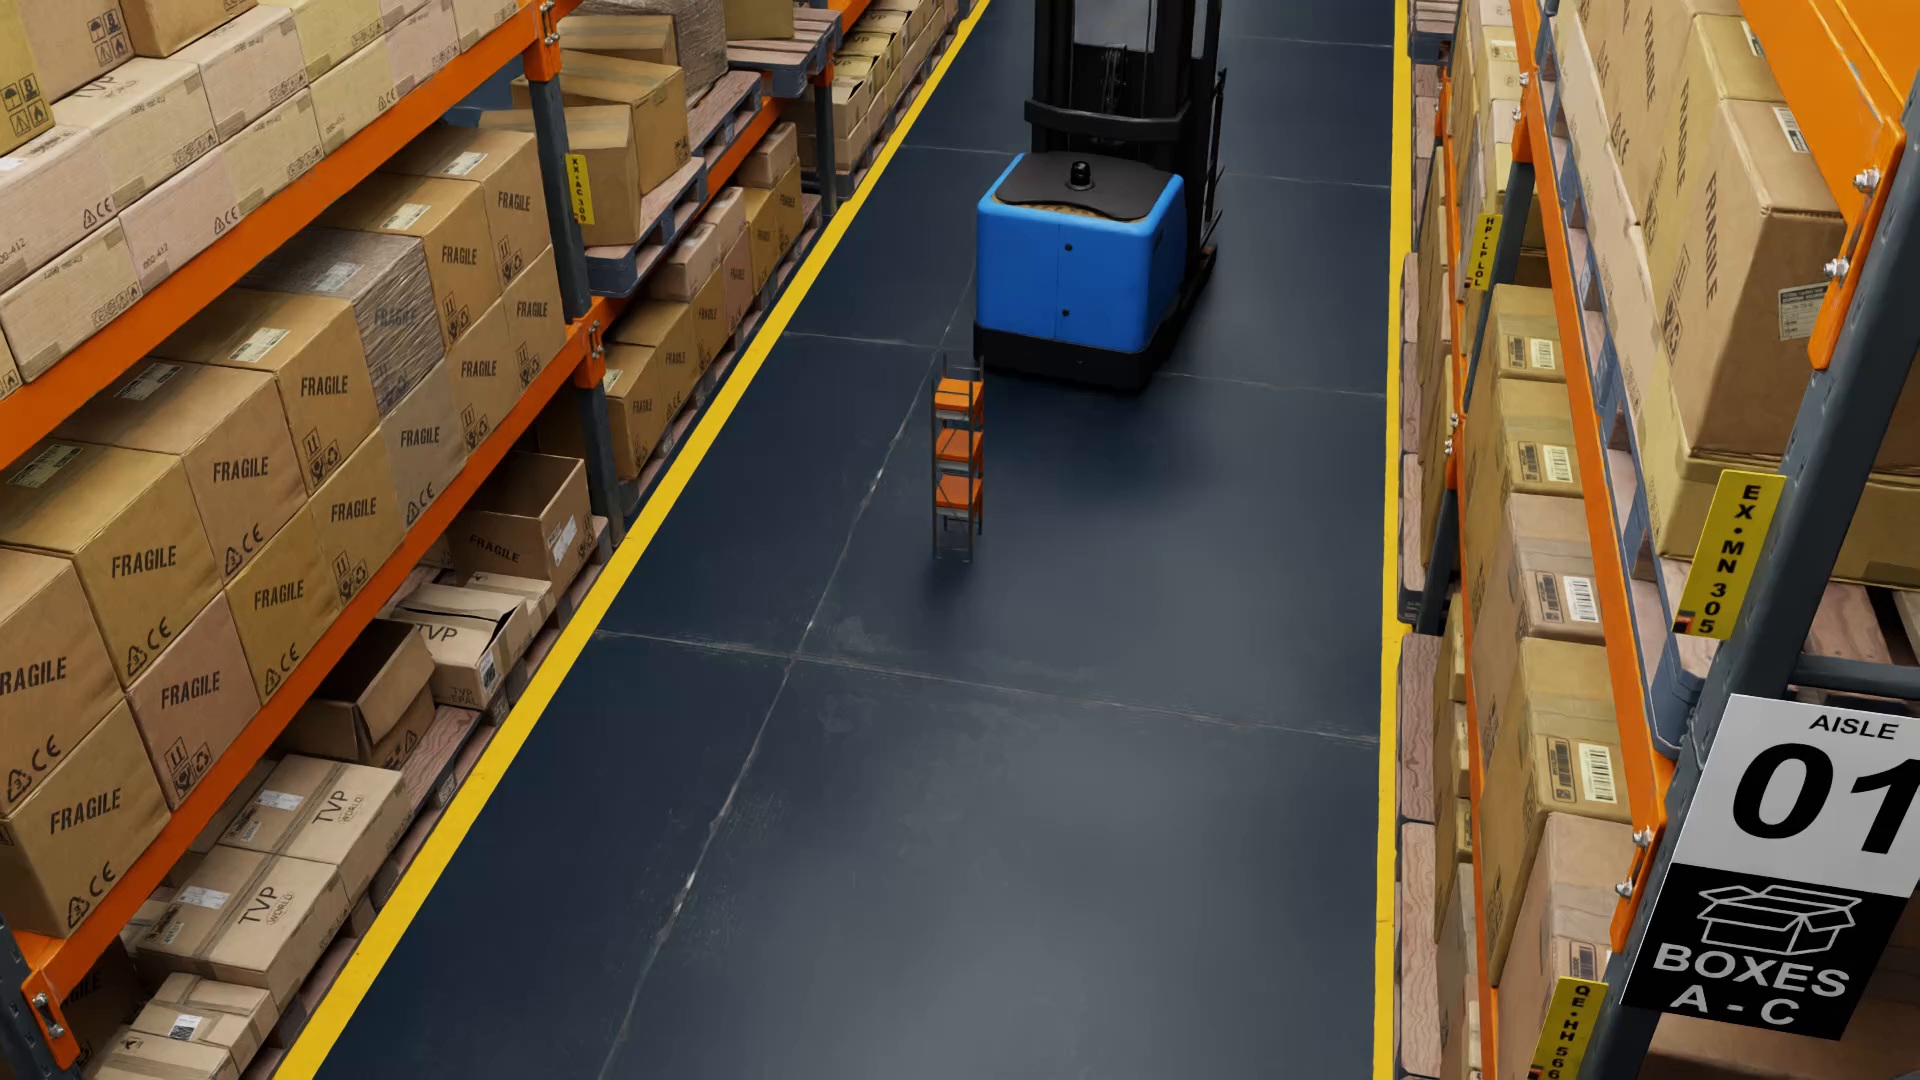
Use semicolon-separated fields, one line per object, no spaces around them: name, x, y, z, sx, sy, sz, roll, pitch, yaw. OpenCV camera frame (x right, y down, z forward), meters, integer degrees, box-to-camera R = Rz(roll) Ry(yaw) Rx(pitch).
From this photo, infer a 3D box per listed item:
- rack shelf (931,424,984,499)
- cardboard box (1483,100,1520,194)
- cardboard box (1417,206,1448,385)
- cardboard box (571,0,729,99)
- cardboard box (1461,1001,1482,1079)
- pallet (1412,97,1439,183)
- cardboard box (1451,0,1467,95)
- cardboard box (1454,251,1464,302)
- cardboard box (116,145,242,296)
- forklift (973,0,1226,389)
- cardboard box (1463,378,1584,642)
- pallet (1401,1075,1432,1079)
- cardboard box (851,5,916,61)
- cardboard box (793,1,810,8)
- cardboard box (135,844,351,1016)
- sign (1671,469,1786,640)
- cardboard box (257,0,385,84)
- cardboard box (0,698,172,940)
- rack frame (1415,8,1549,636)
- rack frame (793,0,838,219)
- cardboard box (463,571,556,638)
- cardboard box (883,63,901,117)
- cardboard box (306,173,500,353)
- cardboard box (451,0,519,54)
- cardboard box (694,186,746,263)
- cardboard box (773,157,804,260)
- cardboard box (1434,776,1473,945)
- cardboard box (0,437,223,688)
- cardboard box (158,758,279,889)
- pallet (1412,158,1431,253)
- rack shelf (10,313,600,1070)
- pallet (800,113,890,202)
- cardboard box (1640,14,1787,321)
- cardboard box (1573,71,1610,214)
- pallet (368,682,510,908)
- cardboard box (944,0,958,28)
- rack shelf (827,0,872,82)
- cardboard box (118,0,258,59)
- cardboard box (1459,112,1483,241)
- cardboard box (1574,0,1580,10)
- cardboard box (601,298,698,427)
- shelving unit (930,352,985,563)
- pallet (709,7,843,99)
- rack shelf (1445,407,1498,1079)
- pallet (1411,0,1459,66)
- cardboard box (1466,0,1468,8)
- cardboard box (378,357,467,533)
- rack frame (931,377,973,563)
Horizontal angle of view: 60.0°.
rack shelf;-0.011;-0.386;8.176;0.215;0.259;0.240;7;37;10
cardboard box;2.590;-1.712;7.332;0.500;0.250;0.500;8;37;11
cardboard box;2.997;-1.334;9.279;0.750;0.750;0.750;7;37;10
cardboard box;-1.771;-2.895;9.515;0.700;0.500;0.500;14;38;19
cardboard box;1.722;1.568;5.020;0.380;0.149;0.250;8;37;11
pallet;3.907;-2.957;12.420;1.003;0.211;1.213;7;37;10
cardboard box;3.122;-2.864;9.559;0.500;0.500;0.500;8;37;11
cardboard box;2.546;-1.233;7.862;0.380;0.149;0.250;7;37;10
cardboard box;-2.491;-0.962;4.863;0.500;0.250;0.500;7;37;10
forklift;1.053;-2.920;10.051;1.130;2.935;3.031;12;38;16
cardboard box;2.328;-0.042;5.767;0.980;0.700;0.700;6;36;9
pallet;1.861;2.306;5.158;1.003;0.211;1.213;7;37;10
cardboard box;-0.642;-3.996;12.985;0.500;0.311;0.500;7;36;9
cardboard box;-1.244;-3.727;11.182;0.500;0.311;0.500;10;37;13
cardboard box;-2.573;1.399;6.002;0.500;0.250;0.500;7;37;10
sign;1.240;0.028;2.682;0.100;0.325;0.005;7;37;10
cardboard box;-2.277;-1.737;5.507;0.500;0.250;0.500;7;37;10
cardboard box;-2.721;0.765;4.824;0.500;0.500;0.500;8;37;11
rack frame;2.621;-0.648;6.858;1.000;3.000;0.127;7;37;10
rack frame;-1.365;-3.560;10.876;1.000;3.000;0.127;7;37;10
cardboard box;-2.085;0.294;7.612;0.380;0.149;0.250;7;37;10
cardboard box;-0.754;-3.467;12.733;0.500;0.250;0.500;6;36;9
cardboard box;-2.181;-1.095;6.538;0.500;0.500;0.500;7;36;9
cardboard box;-2.063;-2.108;6.445;0.500;0.250;0.500;7;37;10
cardboard box;-1.558;-1.844;9.624;0.500;0.250;0.500;7;36;9
cardboard box;-1.335;-2.160;10.700;0.500;0.500;0.500;9;37;12
cardboard box;2.139;1.192;6.092;0.700;0.500;0.500;8;37;11
cardboard box;-2.617;0.059;4.945;0.500;0.500;0.500;8;37;10
cardboard box;-2.966;1.078;6.444;0.500;0.250;0.500;7;37;10
pallet;3.644;-2.260;11.458;1.003;0.211;1.213;7;37;10
rack shelf;-2.646;0.171;6.341;1.077;0.370;4.000;7;37;10
pallet;-1.151;-2.898;12.338;1.003;0.211;1.213;7;37;10
cardboard box;1.774;-0.762;3.505;0.500;0.500;0.500;8;37;11
cardboard box;1.991;-1.064;4.560;0.500;0.250;0.500;6;36;9
pallet;-2.625;0.958;7.019;1.003;0.211;1.213;7;37;10
cardboard box;-0.316;-4.636;14.345;0.500;0.250;0.500;7;37;10
rack shelf;-0.938;-4.415;12.669;1.077;0.370;4.000;7;37;10
cardboard box;-2.590;-1.781;4.928;0.700;0.500;0.500;7;37;10
cardboard box;2.688;-1.694;7.945;0.500;0.500;0.500;7;37;10
cardboard box;2.195;-1.942;5.133;0.500;0.500;0.500;7;37;10
cardboard box;-1.775;-0.986;9.080;0.500;0.500;0.500;8;37;11
shelving unit;-0.011;-0.394;8.170;0.215;1.050;0.252;7;37;10
pallet;-1.441;-3.085;10.384;1.213;0.211;1.003;7;37;10
rack shelf;2.194;0.790;5.487;1.077;0.370;4.000;7;37;10
pallet;3.524;-3.285;10.660;1.213;0.211;1.003;7;37;10
cardboard box;3.120;-3.169;9.342;0.500;0.250;0.500;8;37;11
cardboard box;-2.291;-0.398;6.428;0.500;0.500;0.500;8;37;11
rack frame;-0.038;-0.324;8.073;0.200;1.050;0.008;7;37;10
